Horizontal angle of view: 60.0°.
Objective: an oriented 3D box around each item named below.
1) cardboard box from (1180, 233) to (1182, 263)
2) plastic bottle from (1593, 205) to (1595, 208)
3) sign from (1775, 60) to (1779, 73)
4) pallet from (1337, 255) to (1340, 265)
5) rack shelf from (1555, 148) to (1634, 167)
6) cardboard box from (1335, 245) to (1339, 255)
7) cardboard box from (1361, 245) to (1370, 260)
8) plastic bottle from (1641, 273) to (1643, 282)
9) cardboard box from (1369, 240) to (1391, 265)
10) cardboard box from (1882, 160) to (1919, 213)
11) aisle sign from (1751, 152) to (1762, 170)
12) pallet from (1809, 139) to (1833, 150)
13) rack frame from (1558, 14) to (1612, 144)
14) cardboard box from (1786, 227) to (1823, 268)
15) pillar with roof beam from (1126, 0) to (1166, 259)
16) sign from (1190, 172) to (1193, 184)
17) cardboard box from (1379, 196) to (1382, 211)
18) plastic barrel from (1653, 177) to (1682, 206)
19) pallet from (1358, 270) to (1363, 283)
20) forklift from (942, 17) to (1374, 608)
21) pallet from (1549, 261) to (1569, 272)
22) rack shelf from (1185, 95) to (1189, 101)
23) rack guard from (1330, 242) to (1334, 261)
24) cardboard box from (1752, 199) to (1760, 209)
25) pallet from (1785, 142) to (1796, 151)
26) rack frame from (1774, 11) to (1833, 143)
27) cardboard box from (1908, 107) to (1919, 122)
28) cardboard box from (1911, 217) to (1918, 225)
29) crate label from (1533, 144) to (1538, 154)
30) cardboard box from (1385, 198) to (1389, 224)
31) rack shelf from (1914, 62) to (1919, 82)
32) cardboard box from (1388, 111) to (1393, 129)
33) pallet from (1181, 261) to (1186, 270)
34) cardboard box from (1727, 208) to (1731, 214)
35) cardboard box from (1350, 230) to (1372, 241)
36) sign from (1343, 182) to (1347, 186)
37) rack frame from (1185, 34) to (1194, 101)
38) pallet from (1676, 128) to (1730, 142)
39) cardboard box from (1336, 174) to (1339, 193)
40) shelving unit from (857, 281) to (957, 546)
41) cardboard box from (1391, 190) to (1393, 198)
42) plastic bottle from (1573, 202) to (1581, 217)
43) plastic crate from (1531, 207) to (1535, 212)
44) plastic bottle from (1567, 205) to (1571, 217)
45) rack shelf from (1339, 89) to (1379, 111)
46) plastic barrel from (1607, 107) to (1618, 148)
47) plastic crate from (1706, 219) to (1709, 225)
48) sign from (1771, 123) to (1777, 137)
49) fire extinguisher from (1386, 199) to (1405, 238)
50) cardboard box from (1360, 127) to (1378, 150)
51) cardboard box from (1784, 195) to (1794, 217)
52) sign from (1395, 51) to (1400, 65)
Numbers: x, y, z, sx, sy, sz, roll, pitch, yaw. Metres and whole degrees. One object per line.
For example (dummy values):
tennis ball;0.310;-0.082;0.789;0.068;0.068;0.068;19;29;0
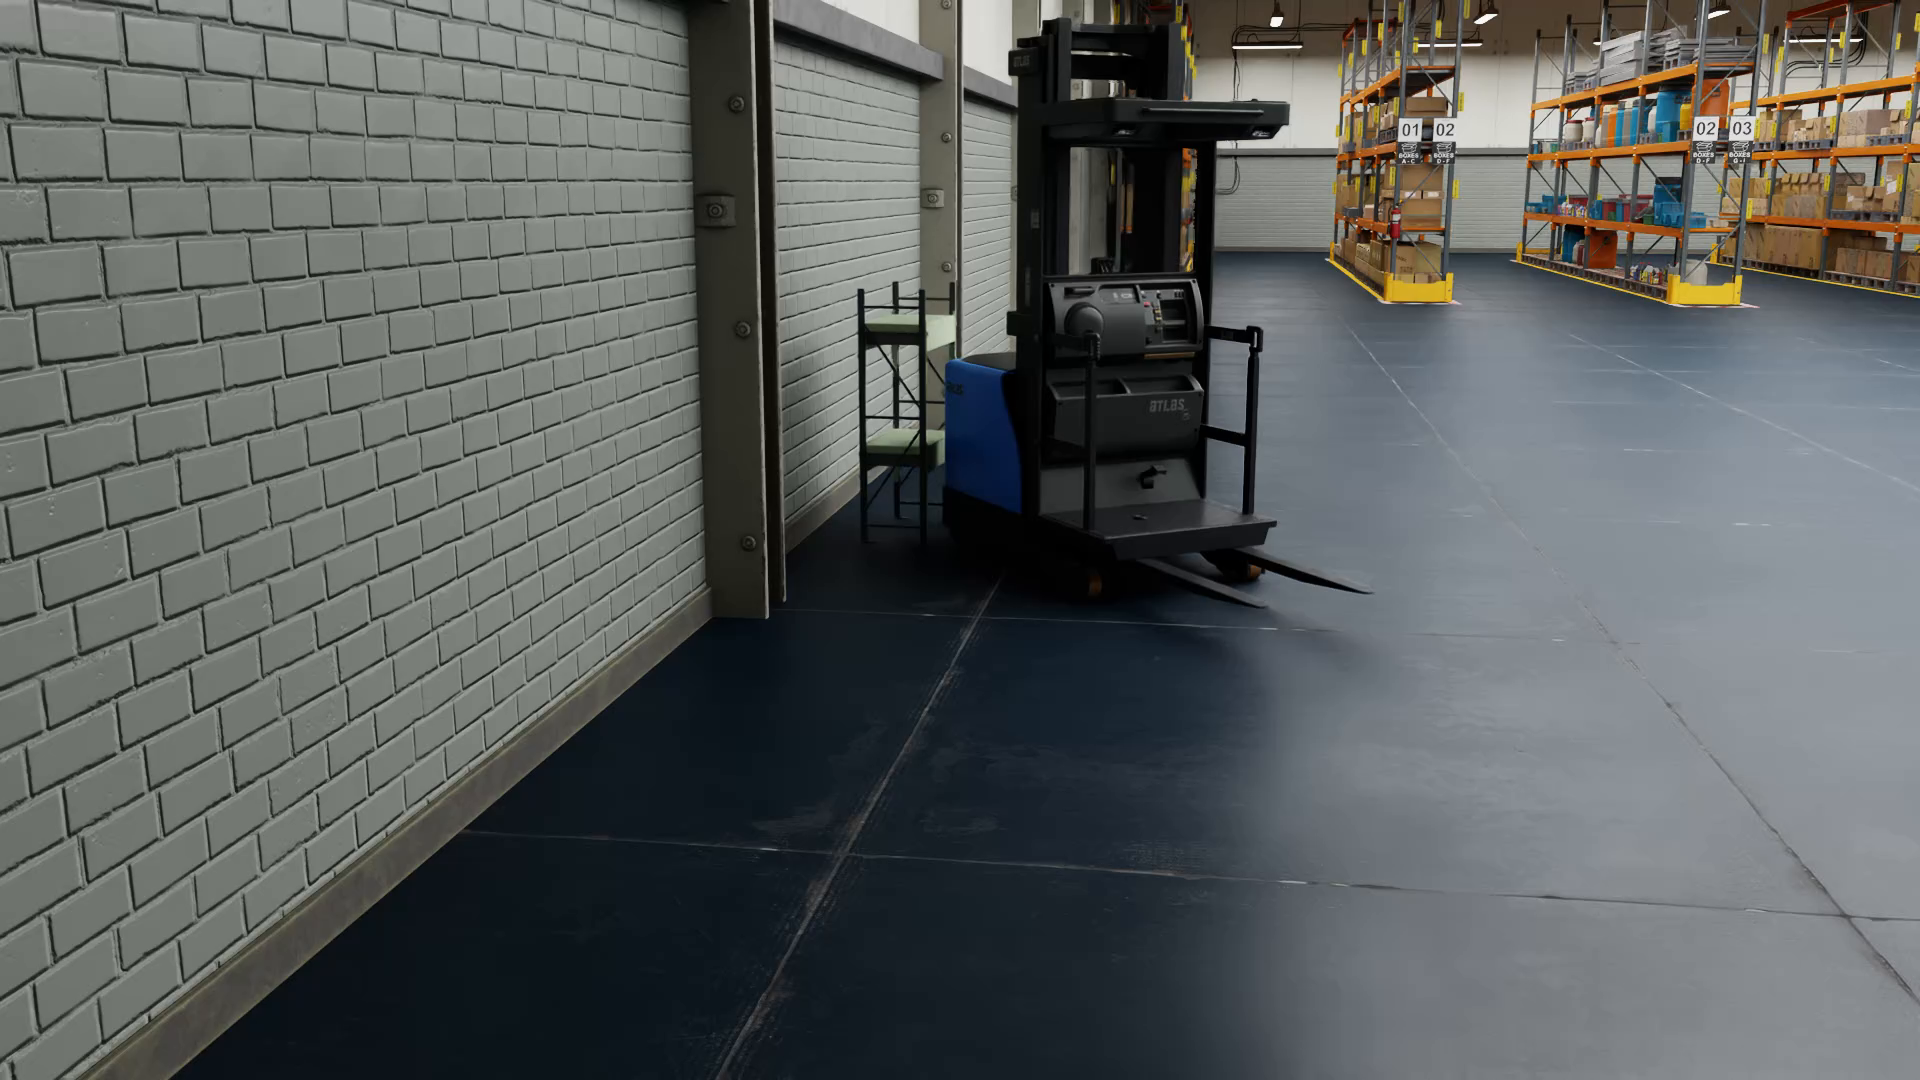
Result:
cardboard box;4.834;-6.914;39.063;0.750;0.750;0.750;2;12;8
plastic bottle;14.995;-7.787;39.310;0.097;0.271;0.097;0;12;0
sign;21.039;-12.202;42.849;0.100;0.325;0.005;2;12;9
pallet;10.394;-7.318;43.452;1.003;0.211;1.213;2;12;9
rack shelf;14.688;-8.821;38.392;1.077;0.370;4.000;2;12;9
cardboard box;10.200;-7.676;43.971;0.500;0.250;0.500;2;12;9
cardboard box;8.885;-6.164;35.676;0.500;0.311;0.500;2;12;8
plastic bottle;13.136;-5.053;31.916;0.097;0.201;0.097;0;12;0
cardboard box;8.491;-5.760;33.351;0.500;0.500;0.500;2;12;9
cardboard box;18.920;-6.956;32.731;1.000;1.000;1.000;2;12;9
aisle sign;20.813;-10.071;43.434;0.394;0.787;0.004;2;12;9
pallet;19.321;-8.639;36.290;1.213;0.211;1.003;2;12;11
rack frame;14.996;-11.055;39.933;1.000;3.000;0.127;2;12;9
cardboard box;19.546;-6.625;37.659;1.225;0.875;0.875;2;12;9
pillar with roof beam;8.714;-11.411;41.581;9.100;9.000;0.548;2;12;9
sign;6.356;-9.938;45.676;0.100;0.325;0.005;2;12;9
cardboard box;9.164;-7.041;35.307;0.500;0.500;0.500;2;12;9
plastic barrel;14.124;-6.773;33.112;0.600;0.901;0.708;2;12;9
pallet;9.132;-5.665;35.779;1.003;0.211;1.213;2;12;9
forklift;0.990;-1.230;8.741;1.130;2.935;3.031;-6;13;-25
pallet;14.836;-6.600;40.119;1.003;0.211;1.213;2;12;9
rack shelf;4.899;-10.413;39.608;1.077;0.370;4.000;2;12;9
rack guard;10.706;-7.879;45.366;1.175;0.500;0.348;2;12;9
cardboard box;19.776;-8.243;40.770;0.500;0.250;0.500;2;12;10
pallet;19.798;-9.143;38.631;0.805;0.209;1.217;1;12;6
rack frame;19.890;-10.895;39.188;1.000;3.000;0.127;2;12;9
cardboard box;18.830;-8.114;32.160;0.797;0.503;0.637;1;12;6
cardboard box;18.267;-6.035;31.471;0.380;0.149;0.250;2;12;9
crate label;15.150;-10.168;43.285;0.408;0.251;0.502;2;12;9
cardboard box;8.735;-6.465;32.635;0.700;0.500;0.500;2;12;8
rack shelf;18.352;-8.460;29.605;1.077;0.370;4.000;2;12;9
cardboard box;8.259;-7.847;31.045;0.500;0.311;0.500;3;13;15
pallet;4.977;-6.663;40.409;1.003;0.211;1.213;2;12;9
cardboard box;20.048;-8.502;42.921;0.380;0.149;0.250;2;12;7
cardboard box;9.557;-7.238;39.570;0.500;0.250;0.500;2;12;8
sign;9.565;-8.723;41.296;0.100;0.325;0.005;2;12;9
rack frame;5.822;-12.209;45.286;1.000;3.000;0.127;2;12;9
pallet;13.374;-7.168;29.462;1.003;0.211;1.213;2;12;9
cardboard box;10.389;-9.571;44.672;0.500;0.500;0.500;2;12;10
shelving unit;-0.309;-0.787;10.084;0.431;1.500;0.755;3;12;13
cardboard box;8.325;-6.507;31.292;0.380;0.149;0.250;2;12;10
plastic bottle;14.263;-7.634;38.412;0.144;0.351;0.185;2;12;9
plastic crate;15.012;-8.610;43.308;0.250;0.136;0.298;2;12;9
plastic bottle;14.370;-7.737;39.069;0.152;0.276;0.135;2;12;9
rack shelf;10.410;-11.280;42.689;1.077;0.370;4.000;2;12;9
plastic barrel;13.939;-8.666;34.947;0.600;0.830;0.708;2;12;9
plastic crate;13.766;-5.982;31.258;0.530;0.136;0.437;2;12;9
sign;19.341;-9.738;39.523;0.100;0.325;0.005;2;12;9
fire extinguisher;7.779;-5.739;29.686;0.296;0.674;0.183;2;12;9
cardboard box;9.521;-9.059;37.549;0.910;0.500;0.500;2;12;9
cardboard box;19.418;-7.715;38.434;0.500;0.500;0.500;2;12;7
sign;10.651;-11.734;40.488;0.100;0.325;0.005;2;12;9
